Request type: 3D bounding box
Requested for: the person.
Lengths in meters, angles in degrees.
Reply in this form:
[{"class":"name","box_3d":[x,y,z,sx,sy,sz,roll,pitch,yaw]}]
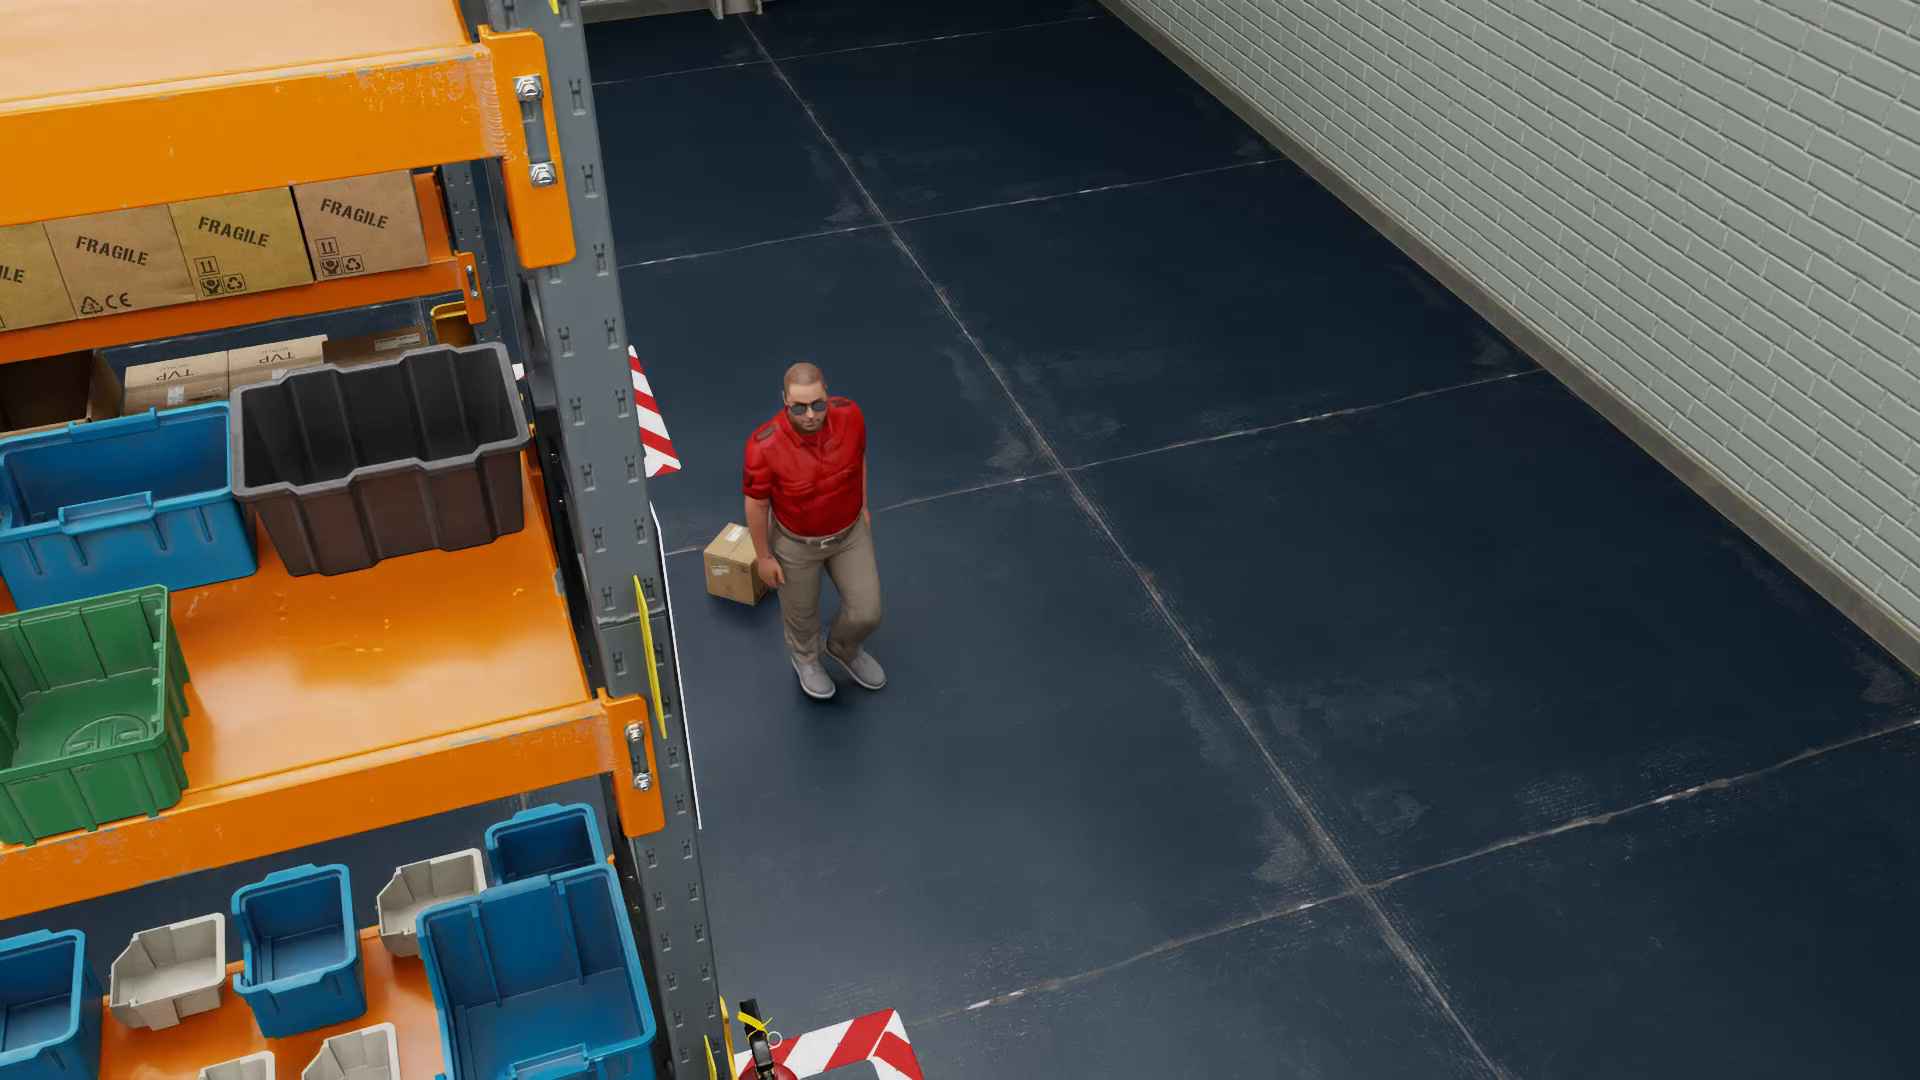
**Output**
[{"class":"person","box_3d":[-0.577,-0.021,6.816,0.425,1.539,0.483,-16,40,-20]}]
